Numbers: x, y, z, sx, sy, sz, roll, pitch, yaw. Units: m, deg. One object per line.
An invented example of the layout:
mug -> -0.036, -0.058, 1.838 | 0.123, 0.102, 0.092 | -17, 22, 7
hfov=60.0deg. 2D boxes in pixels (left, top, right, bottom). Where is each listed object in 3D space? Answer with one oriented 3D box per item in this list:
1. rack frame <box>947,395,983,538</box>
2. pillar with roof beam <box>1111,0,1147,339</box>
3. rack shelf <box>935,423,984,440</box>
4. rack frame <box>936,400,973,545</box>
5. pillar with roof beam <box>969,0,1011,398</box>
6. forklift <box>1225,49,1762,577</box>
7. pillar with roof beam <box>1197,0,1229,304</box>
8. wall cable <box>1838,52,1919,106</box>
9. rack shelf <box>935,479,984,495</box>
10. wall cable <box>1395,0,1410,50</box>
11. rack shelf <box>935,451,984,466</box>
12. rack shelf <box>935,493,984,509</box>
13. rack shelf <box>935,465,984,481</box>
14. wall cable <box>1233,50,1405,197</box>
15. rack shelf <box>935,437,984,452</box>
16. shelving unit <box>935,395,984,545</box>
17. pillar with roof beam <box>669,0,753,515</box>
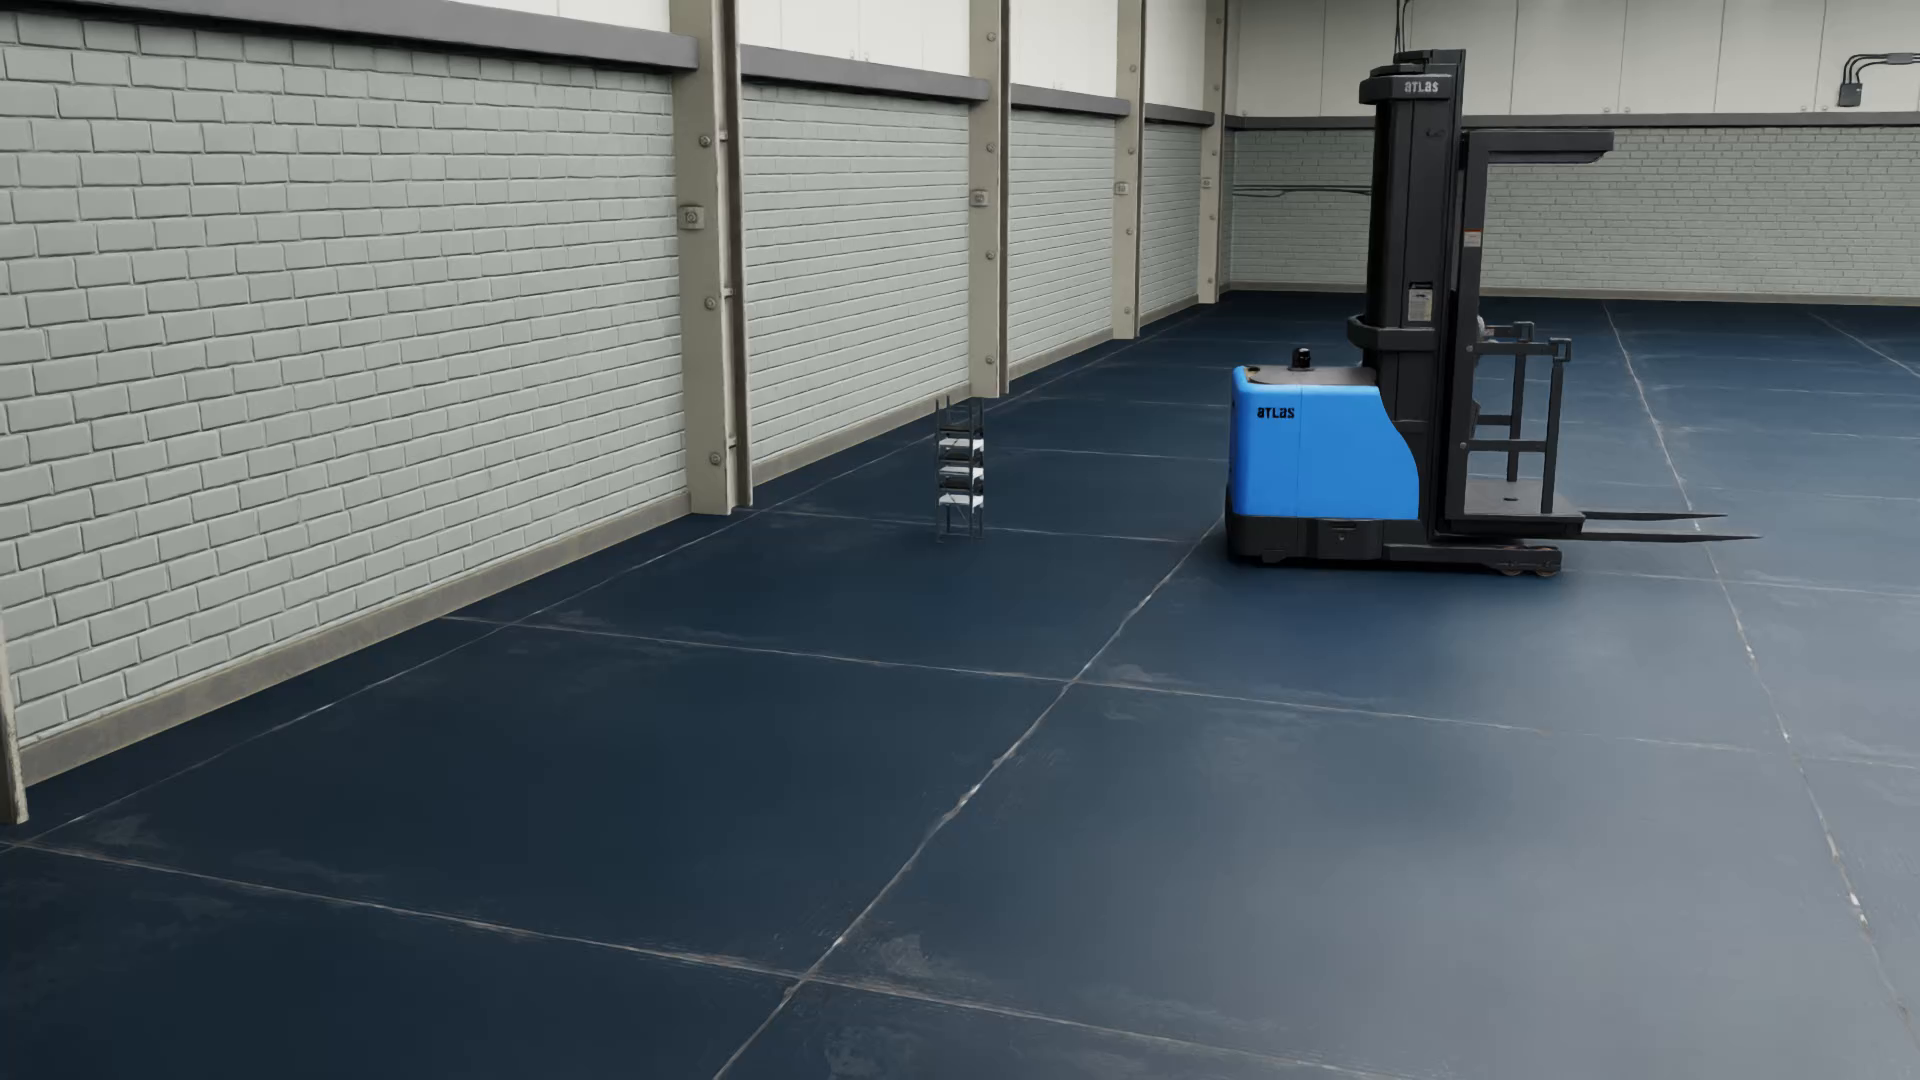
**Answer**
rack frame -> 0.030, -0.458, 10.474 | 0.240, 0.900, 0.006 | 4, 14, 18
pillar with roof beam -> 6.308, -6.823, 20.158 | 9.100, 9.000, 0.400 | 4, 14, 18
rack shelf -> -0.003, -0.668, 10.328 | 0.258, 0.077, 0.200 | 4, 14, 18
rack frame -> -0.036, -0.416, 10.287 | 0.240, 0.900, 0.006 | 4, 14, 18
pillar with roof beam -> 4.366, -5.559, 14.623 | 9.100, 9.000, 0.400 | 4, 14, 18
forklift -> 3.155, -1.344, 9.790 | 3.031, 2.935, 1.130 | 2, 13, 7
pillar with roof beam -> 8.249, -8.086, 25.693 | 9.100, 9.000, 0.400 | 4, 14, 18
wall cable -> 15.358, -9.892, 25.963 | 2.305, 6.003, 0.169 | 4, 14, 18
rack shelf -> -0.003, -0.317, 10.408 | 0.258, 0.077, 0.200 | 4, 14, 18
wall cable -> 8.940, -9.675, 28.281 | 3.097, 2.526, 0.112 | 4, 14, 18
rack shelf -> -0.003, -0.492, 10.368 | 0.258, 0.077, 0.200 | 4, 14, 18
rack shelf -> -0.003, -0.229, 10.428 | 0.258, 0.077, 0.200 | 4, 14, 18
rack shelf -> -0.003, -0.405, 10.388 | 0.258, 0.077, 0.200 | 4, 14, 18
wall cable -> 6.380, -7.407, 29.697 | 3.097, 2.526, 0.112 | 4, 14, 18
rack shelf -> -0.003, -0.580, 10.348 | 0.258, 0.077, 0.200 | 4, 14, 18
shelving unit -> -0.003, -0.437, 10.380 | 0.258, 0.900, 0.210 | 4, 14, 18
pillar with roof beam -> 2.425, -4.296, 9.088 | 9.100, 9.000, 0.400 | 4, 14, 18
